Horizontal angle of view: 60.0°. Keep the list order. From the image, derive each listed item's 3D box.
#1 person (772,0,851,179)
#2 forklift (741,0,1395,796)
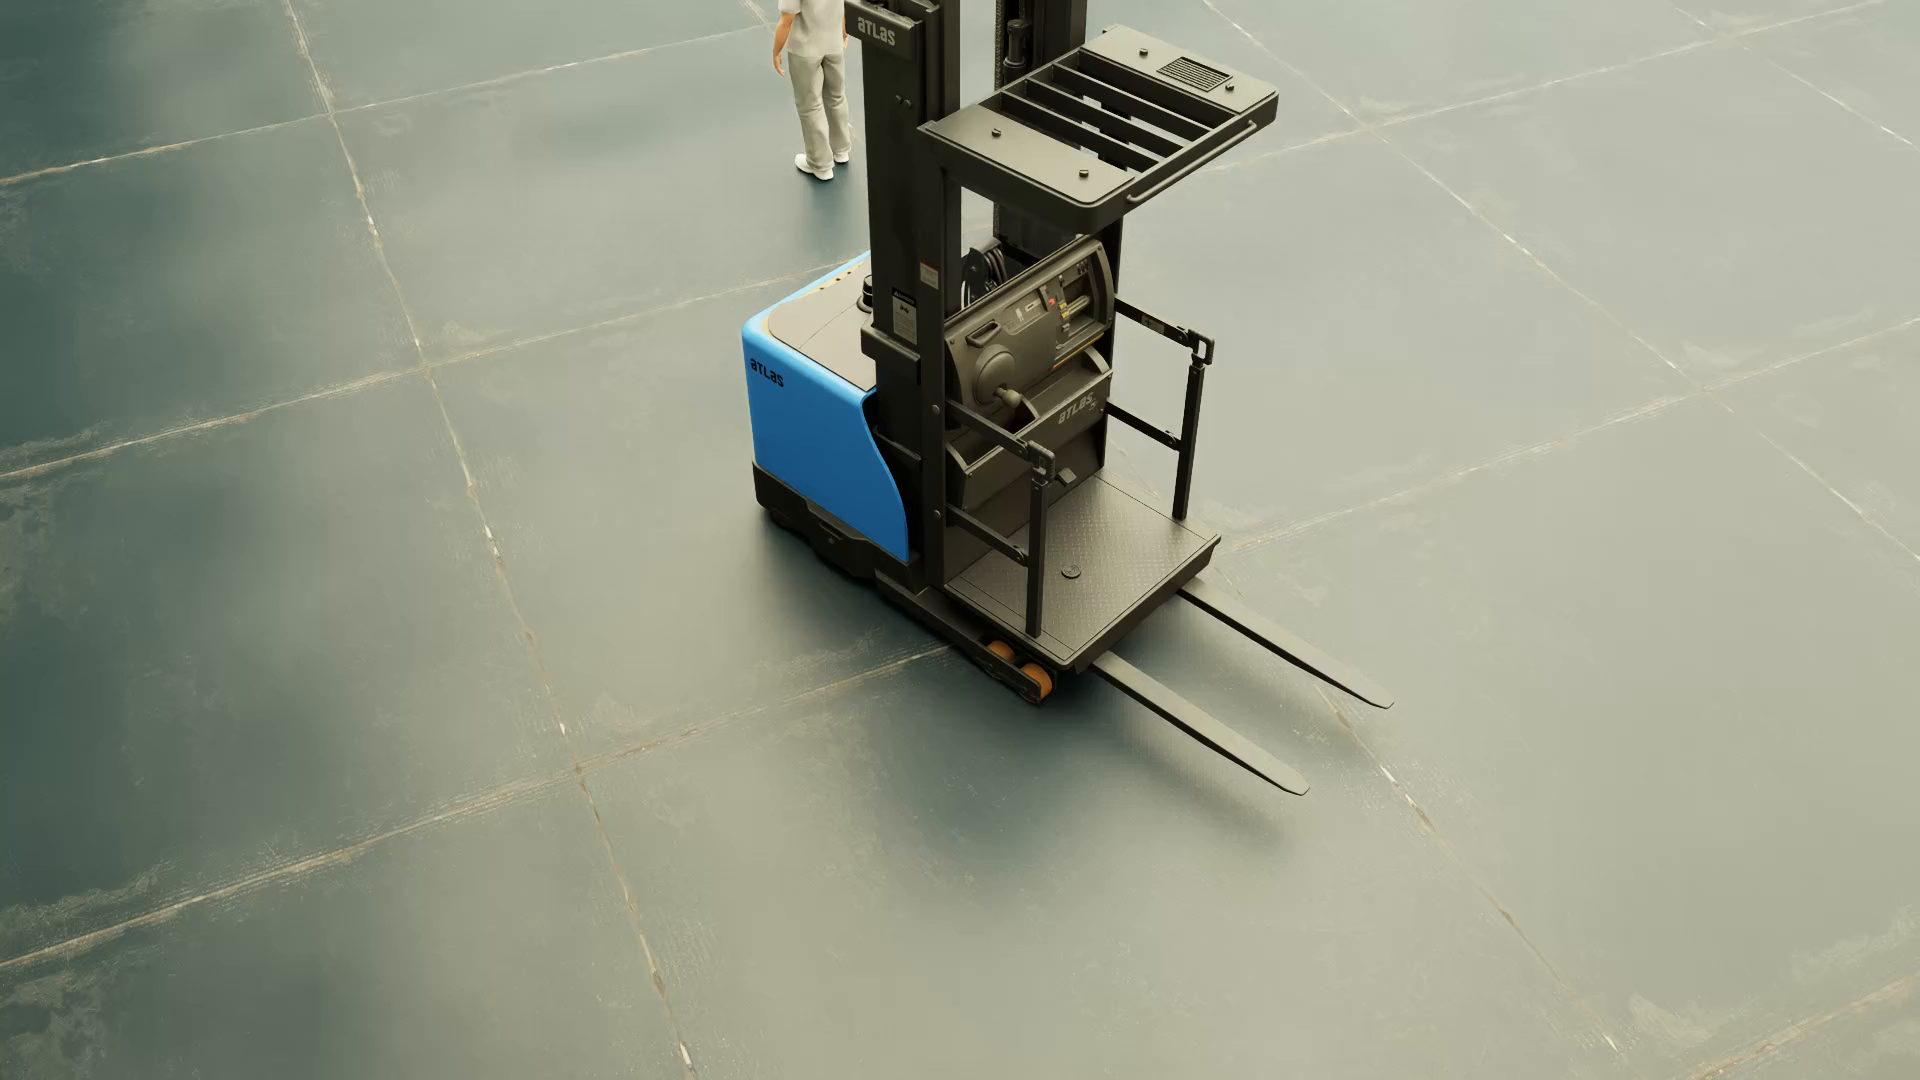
[{"bbox_3d":[-0.872,-2.891,9.687,0.549,1.674,0.548,-26,49,-25],"label":"person"},{"bbox_3d":[0.445,-0.788,6.525,3.031,2.935,1.130,32,52,30],"label":"forklift"}]
